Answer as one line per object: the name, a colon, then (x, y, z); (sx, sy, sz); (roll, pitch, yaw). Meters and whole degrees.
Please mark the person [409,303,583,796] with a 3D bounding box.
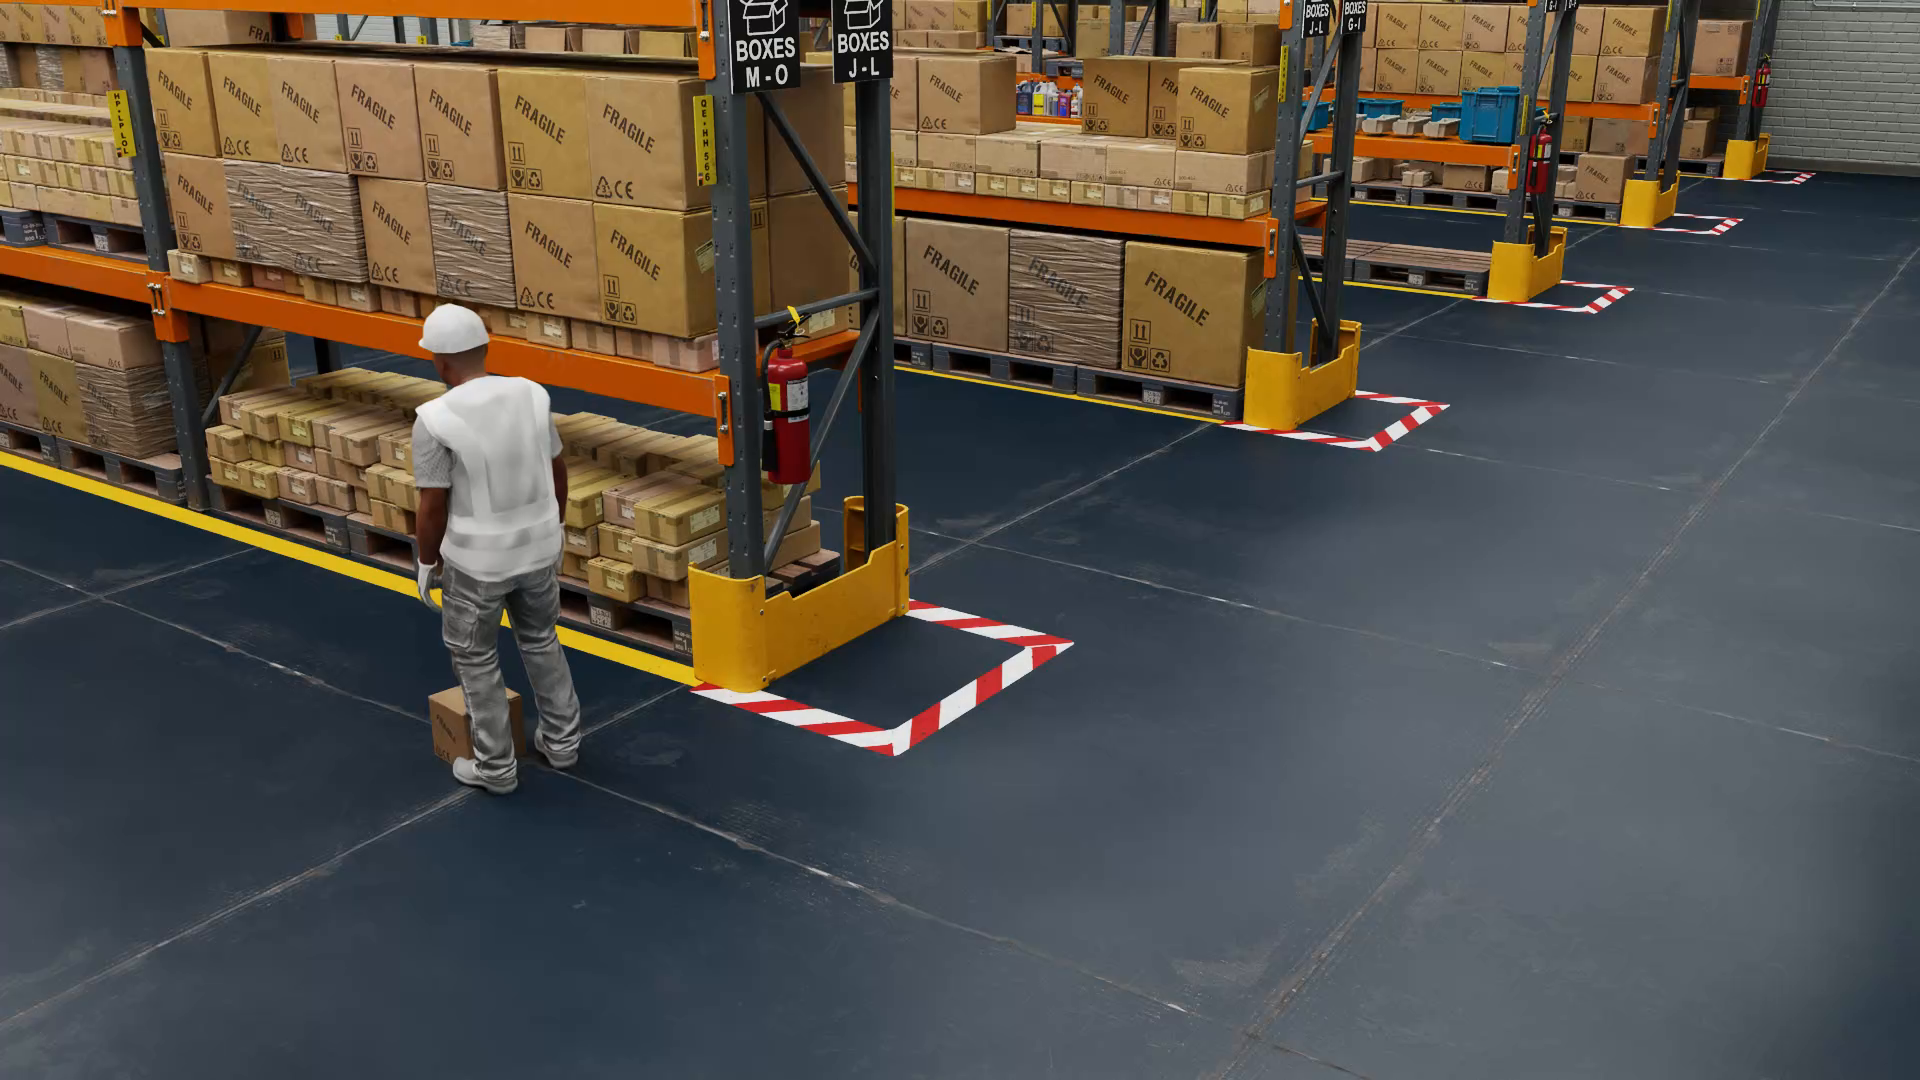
person: (-1.669, 0.038, 5.947); (0.452, 1.774, 0.618); (18, 26, 41)
